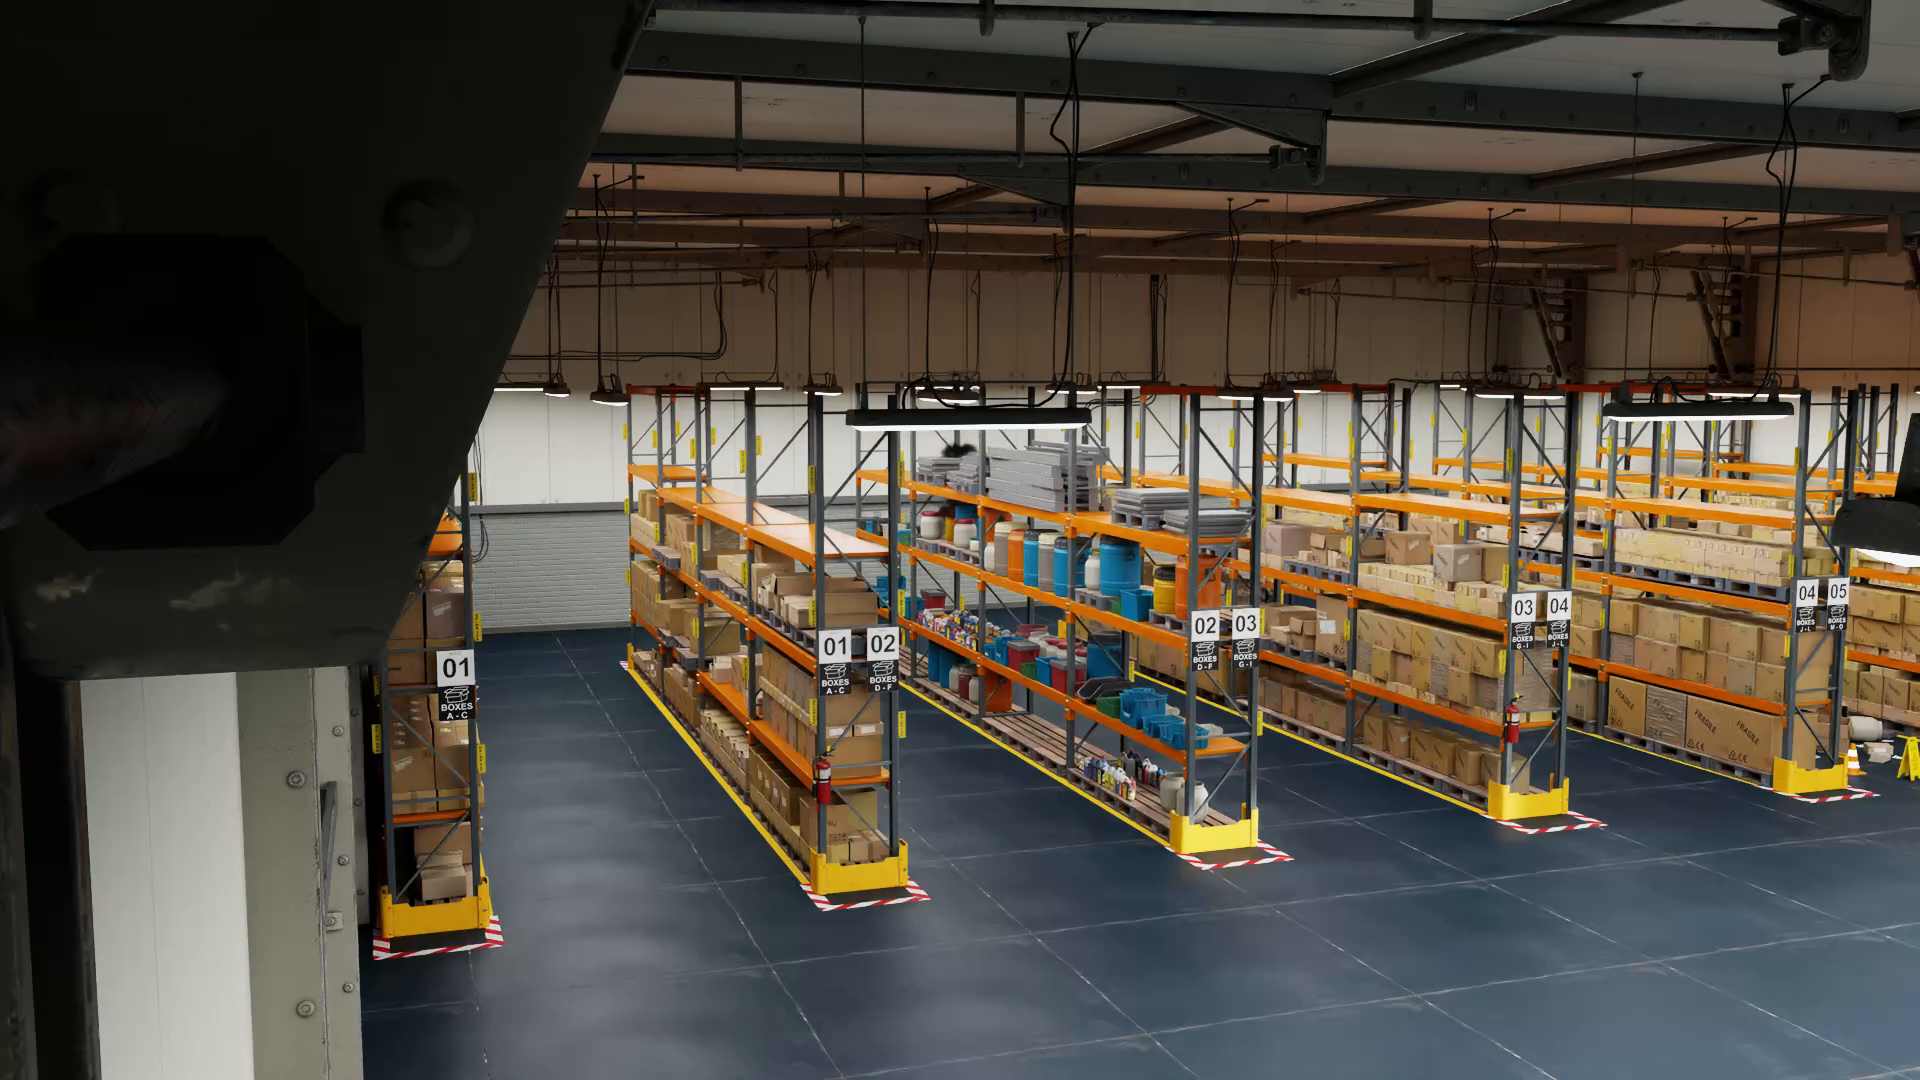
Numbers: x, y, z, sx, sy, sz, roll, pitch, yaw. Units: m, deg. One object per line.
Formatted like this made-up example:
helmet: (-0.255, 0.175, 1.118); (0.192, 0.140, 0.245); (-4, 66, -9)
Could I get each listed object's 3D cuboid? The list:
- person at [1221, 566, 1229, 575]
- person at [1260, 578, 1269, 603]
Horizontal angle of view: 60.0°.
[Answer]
person: (6.090, 1.432, 38.896); (0.716, 1.815, 0.942); (0, 6, 1)
person: (6.559, 1.688, 36.903); (0.657, 1.735, 1.013); (-2, 6, -18)
